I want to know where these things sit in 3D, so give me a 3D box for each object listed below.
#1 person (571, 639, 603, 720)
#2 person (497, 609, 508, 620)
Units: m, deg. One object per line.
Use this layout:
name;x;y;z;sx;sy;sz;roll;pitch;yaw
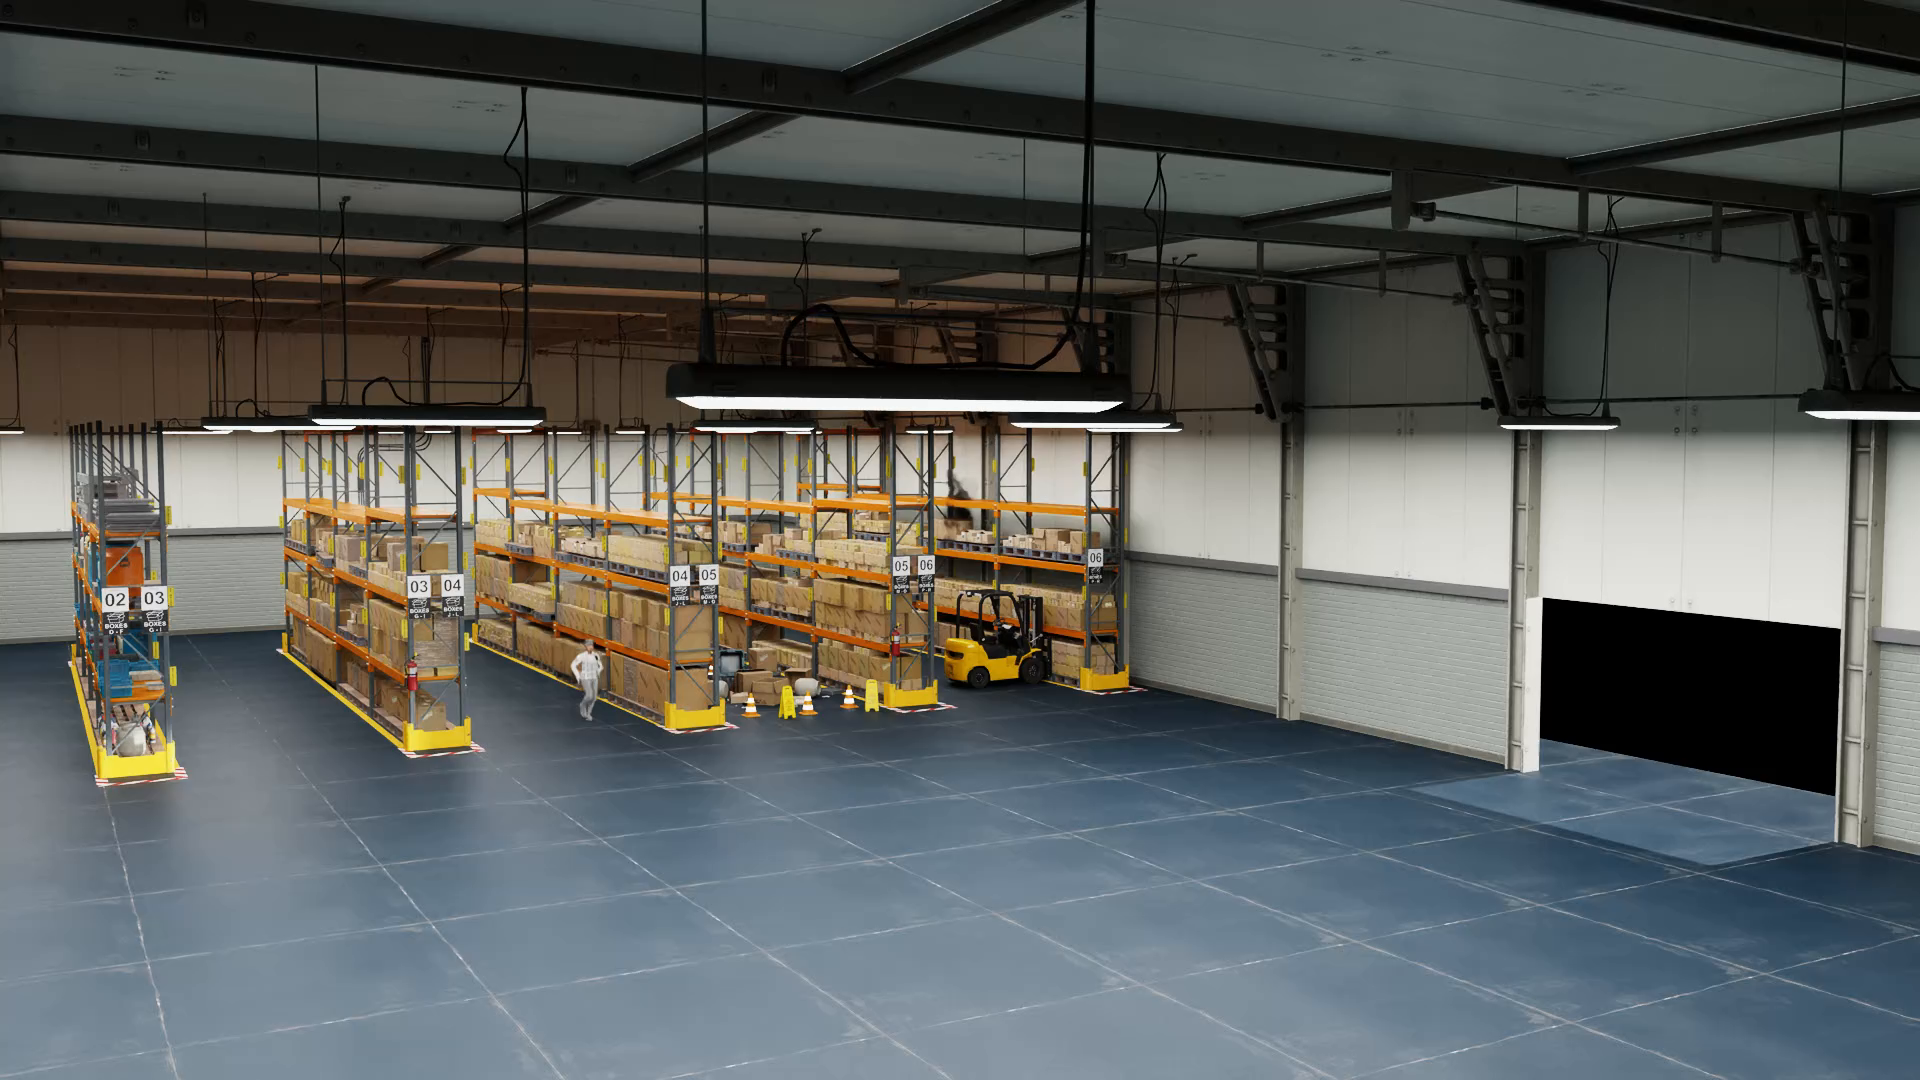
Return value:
person;-7.453;2.816;33.521;0.599;1.657;0.562;-3;4;-38
person;-13.186;1.925;48.172;0.725;1.621;0.668;0;4;8
